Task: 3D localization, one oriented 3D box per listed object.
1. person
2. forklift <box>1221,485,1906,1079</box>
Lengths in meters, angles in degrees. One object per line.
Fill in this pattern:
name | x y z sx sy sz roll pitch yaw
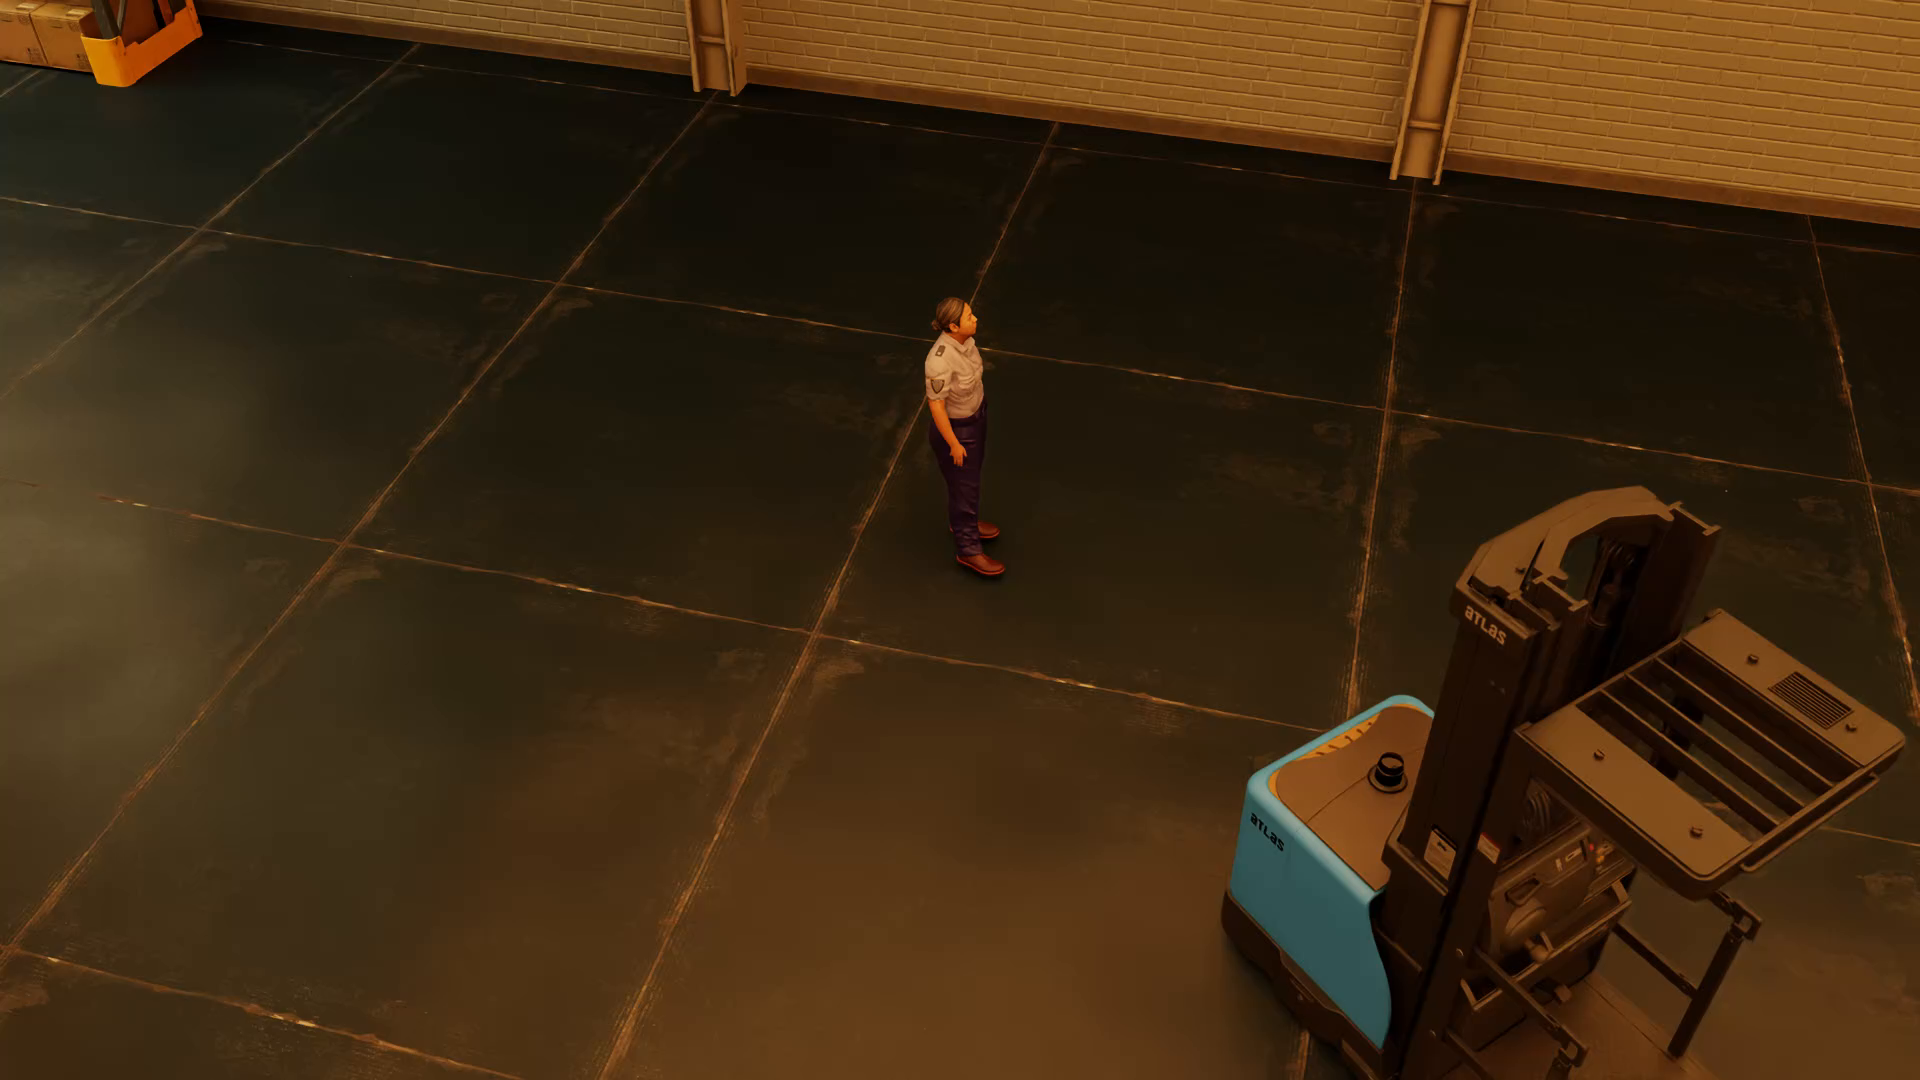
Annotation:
person | 0.079 -0.621 9.472 0.502 1.651 0.585 10 42 11
forklift | 2.477 1.379 6.289 1.130 2.935 3.031 -24 47 -25
